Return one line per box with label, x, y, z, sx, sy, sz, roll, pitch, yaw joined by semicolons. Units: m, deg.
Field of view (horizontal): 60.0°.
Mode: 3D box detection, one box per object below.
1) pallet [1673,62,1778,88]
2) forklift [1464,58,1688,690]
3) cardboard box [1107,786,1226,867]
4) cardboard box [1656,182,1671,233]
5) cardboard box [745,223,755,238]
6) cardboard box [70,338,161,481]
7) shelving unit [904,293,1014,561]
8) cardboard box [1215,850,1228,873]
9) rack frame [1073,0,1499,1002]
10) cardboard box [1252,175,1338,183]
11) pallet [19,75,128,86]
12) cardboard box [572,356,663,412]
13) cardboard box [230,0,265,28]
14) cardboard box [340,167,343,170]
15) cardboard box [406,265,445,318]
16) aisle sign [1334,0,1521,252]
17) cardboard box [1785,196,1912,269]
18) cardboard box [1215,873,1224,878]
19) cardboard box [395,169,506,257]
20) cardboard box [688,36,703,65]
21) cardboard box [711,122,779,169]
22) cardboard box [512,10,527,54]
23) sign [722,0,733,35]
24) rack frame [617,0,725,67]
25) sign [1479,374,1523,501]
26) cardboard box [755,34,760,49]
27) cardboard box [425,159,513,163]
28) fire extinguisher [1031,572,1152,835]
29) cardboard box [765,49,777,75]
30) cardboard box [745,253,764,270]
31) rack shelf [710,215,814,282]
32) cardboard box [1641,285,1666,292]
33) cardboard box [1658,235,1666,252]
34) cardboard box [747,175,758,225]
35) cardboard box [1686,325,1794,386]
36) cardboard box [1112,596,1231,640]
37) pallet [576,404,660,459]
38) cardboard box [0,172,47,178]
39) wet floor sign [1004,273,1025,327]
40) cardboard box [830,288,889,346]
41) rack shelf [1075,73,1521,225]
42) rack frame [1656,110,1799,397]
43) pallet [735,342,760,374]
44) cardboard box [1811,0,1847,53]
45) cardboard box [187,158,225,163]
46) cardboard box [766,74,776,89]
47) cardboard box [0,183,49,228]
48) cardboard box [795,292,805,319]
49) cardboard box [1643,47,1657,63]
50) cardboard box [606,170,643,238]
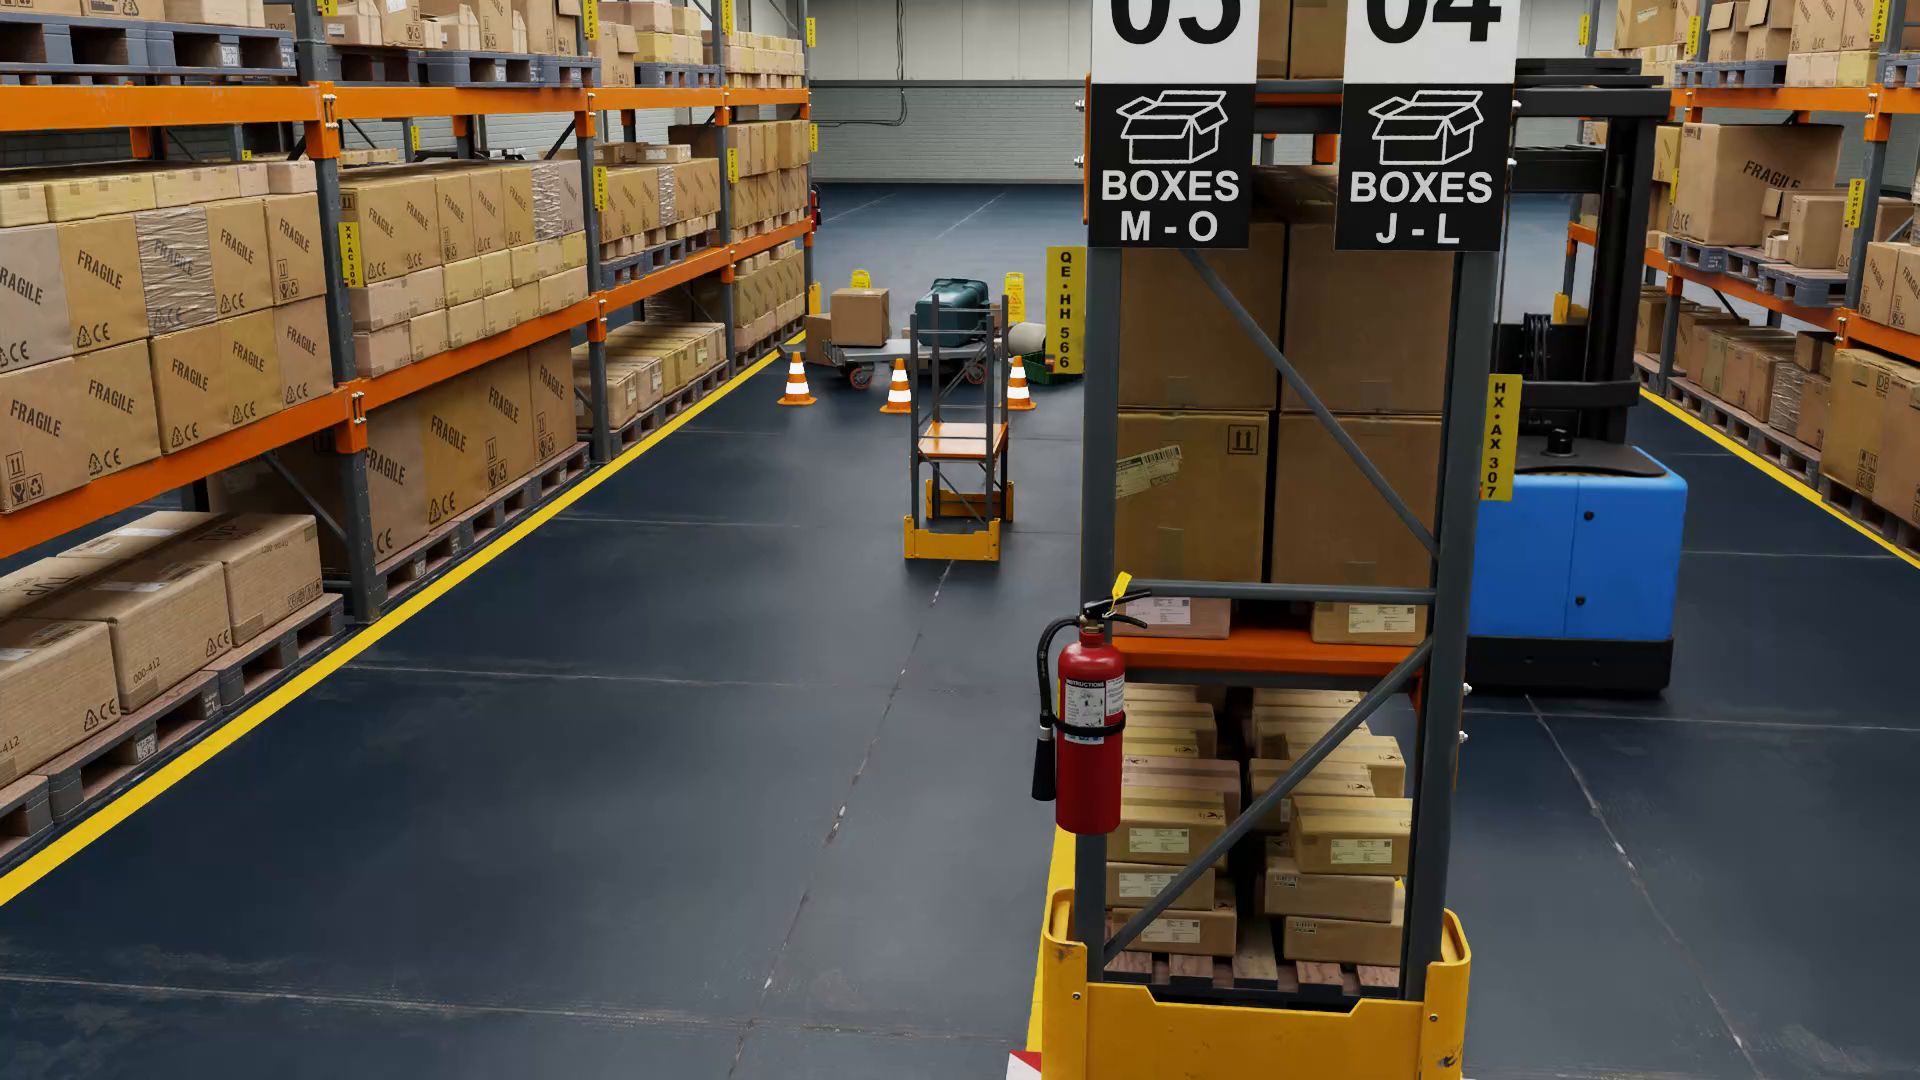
pallet;6.916;-3.997;14.309;1.213;0.211;1.003;2;15;6
forklift;2.964;-1.046;8.917;1.130;2.935;3.031;1;15;5
cardboard box;0.628;0.885;5.159;0.380;0.149;0.250;2;15;7
cardboard box;7.295;-3.232;16.106;0.875;0.500;0.500;2;15;6
cardboard box;-2.362;-3.239;17.376;0.380;0.149;0.250;2;15;8
cardboard box;-3.626;-0.534;6.699;0.500;0.500;0.500;2;15;8
shelving unit;0.009;-0.744;10.539;0.587;1.500;1.083;2;15;6
cardboard box;0.679;0.962;5.445;0.380;0.149;0.250;1;15;5
rack frame;0.820;0.144;4.384;1.000;3.000;0.127;2;15;6
cardboard box;1.362;-1.172;6.572;0.500;0.500;0.500;2;15;8
pallet;-8.028;-4.022;14.404;1.003;0.211;1.213;2;15;9
cardboard box;-3.058;-1.323;14.038;0.950;0.372;0.625;1;15;5
cardboard box;-3.412;-2.472;7.574;0.396;0.266;0.258;2;15;8
cardboard box;-7.118;-4.201;19.016;0.380;0.149;0.250;2;15;7
cardboard box;-3.298;-1.424;9.512;0.500;0.250;0.500;2;15;7
aisle sign;1.110;-1.083;3.942;0.394;0.787;0.004;2;15;6
cardboard box;6.624;-2.299;12.421;0.700;0.500;0.500;4;16;15
cardboard box;0.716;1.039;5.731;0.380;0.149;0.250;2;15;6
cardboard box;-3.182;-2.047;10.379;0.500;0.500;0.500;1;15;5
cardboard box;-2.678;-4.511;15.334;0.500;0.250;0.500;1;15;5
cardboard box;-2.359;-4.270;18.029;0.700;0.500;0.500;2;15;6
cardboard box;-3.015;-3.269;10.712;0.396;0.266;0.258;1;15;5
sign;-2.204;-4.961;15.769;0.100;0.325;0.005;2;15;6
rack frame;-2.756;-5.984;15.553;1.000;3.000;0.127;2;15;6
sign;1.359;-0.258;4.212;0.100;0.325;0.005;2;15;6
cardboard box;-2.303;-5.211;17.395;0.380;0.149;0.250;1;15;5
cardboard box;-3.506;-2.461;11.910;0.500;0.500;0.500;1;15;4
fire extinguisher;0.333;0.413;4.252;0.296;0.674;0.183;2;15;6
cardboard box;-2.261;-5.108;17.777;0.500;0.250;0.500;2;15;7
cardboard box;-2.291;-2.948;17.601;0.380;0.149;0.250;2;15;8
rack shelf;-2.530;-3.260;18.349;1.077;0.370;4.000;2;15;6
cardboard box;7.422;-2.512;18.191;0.500;0.500;0.500;6;16;21
cardboard box;6.861;-2.804;15.767;0.380;0.149;0.250;2;15;6
cardboard box;-2.396;-3.517;17.160;0.500;0.500;0.500;2;15;6
cardboard box;7.000;-1.643;14.939;0.700;0.500;0.500;1;15;2
cardboard box;0.576;0.172;4.761;0.380;0.149;0.250;2;15;6
pallet;-3.117;-0.907;13.613;1.003;0.211;1.213;2;15;6
cardboard box;-4.046;-1.450;6.930;0.380;0.149;0.250;2;15;6
wet floor sign;0.661;-2.935;20.282;0.267;0.644;0.232;-1;15;-3
cardboard box;-0.984;-2.202;16.399;0.500;0.500;0.500;2;15;6
rack shelf;1.046;-1.476;6.005;1.077;0.370;4.000;2;15;6
rack frame;7.091;-2.796;15.257;1.000;3.000;0.127;2;15;6
pallet;-2.715;-1.917;17.349;1.003;0.211;1.213;2;15;6
cardboard box;6.492;-3.761;11.928;0.500;0.500;0.500;2;15;6
cardboard box;-7.883;-3.894;17.312;0.380;0.149;0.250;1;15;5
cardboard box;-2.196;-4.952;17.964;0.380;0.149;0.250;2;15;6
cardboard box;-3.634;-1.240;6.151;0.380;0.149;0.250;2;15;7
cardboard box;-2.131;-2.777;19.650;0.500;0.250;0.500;2;15;6
cardboard box;6.984;-4.799;16.441;0.380;0.149;0.250;2;15;9
cardboard box;-2.875;-2.691;13.300;0.500;0.500;0.500;2;15;9
